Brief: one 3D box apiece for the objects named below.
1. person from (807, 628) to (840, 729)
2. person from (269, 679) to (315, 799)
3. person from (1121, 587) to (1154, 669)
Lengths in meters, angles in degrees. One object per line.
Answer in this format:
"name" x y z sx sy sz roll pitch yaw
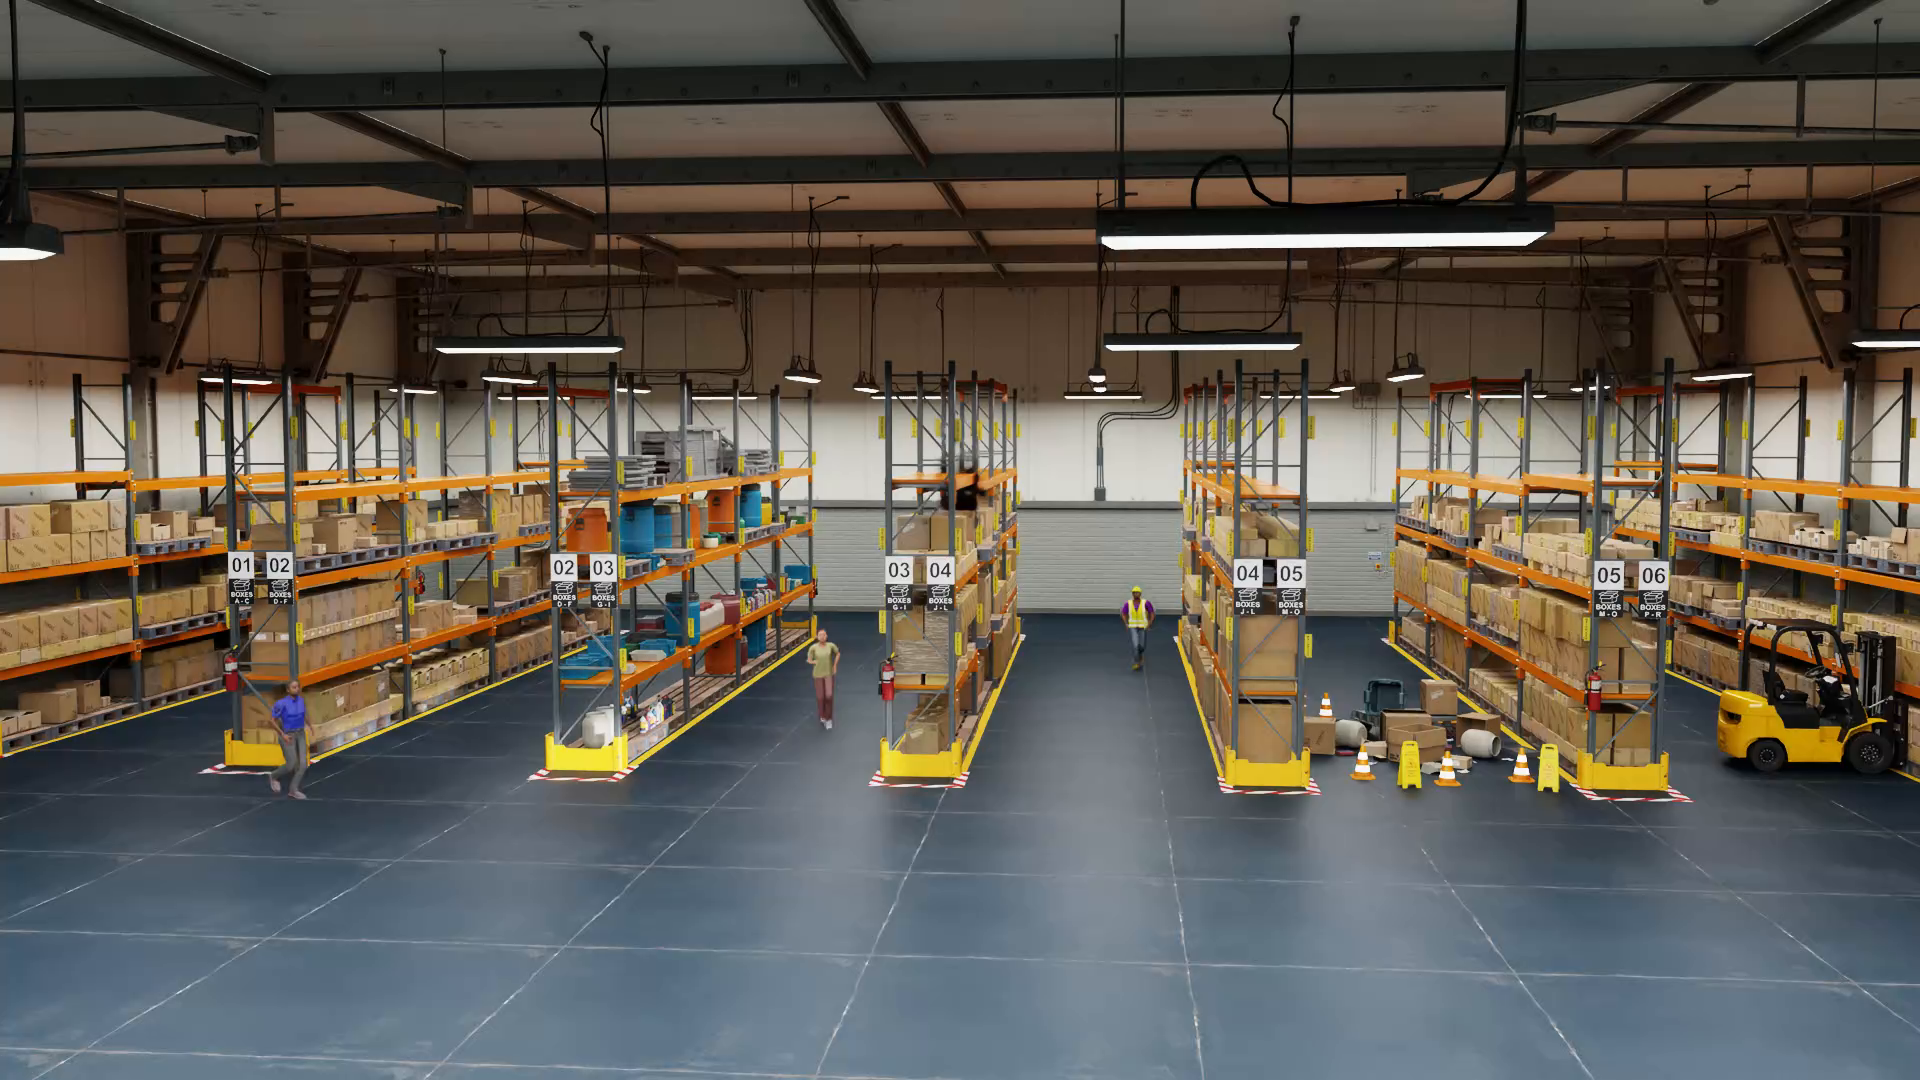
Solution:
"person" -2.307 2.332 28.054 0.556 1.710 0.711 0 4 -3
"person" -9.146 2.707 22.726 0.556 1.630 0.597 2 4 28
"person" 3.743 1.843 35.020 0.693 1.732 0.561 1 4 9
